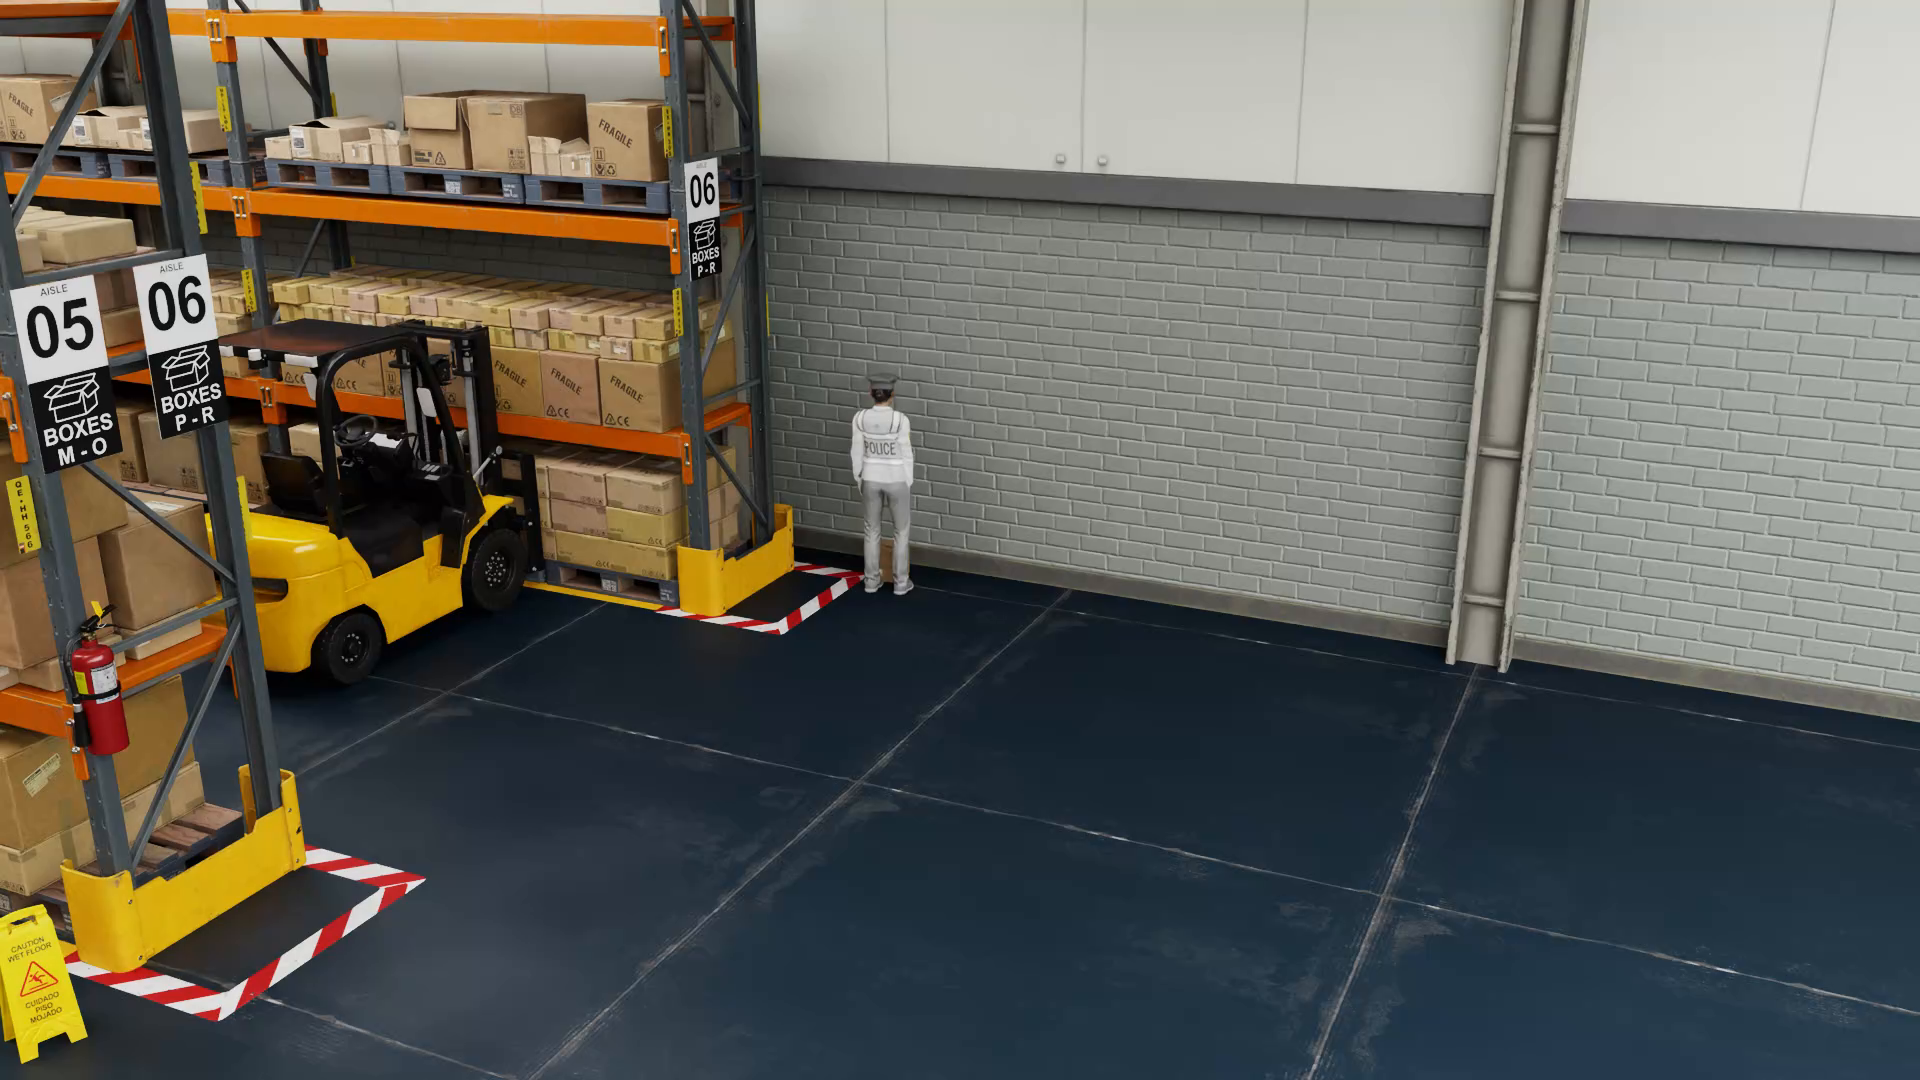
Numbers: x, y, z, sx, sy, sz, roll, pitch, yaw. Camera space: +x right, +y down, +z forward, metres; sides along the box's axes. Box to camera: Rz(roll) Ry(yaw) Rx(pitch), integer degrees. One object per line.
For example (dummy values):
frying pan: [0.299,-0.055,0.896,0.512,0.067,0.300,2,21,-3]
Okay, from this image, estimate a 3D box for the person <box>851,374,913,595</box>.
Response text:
person: [-0.566,-0.409,12.258,0.473,1.661,0.327,5,20,13]
